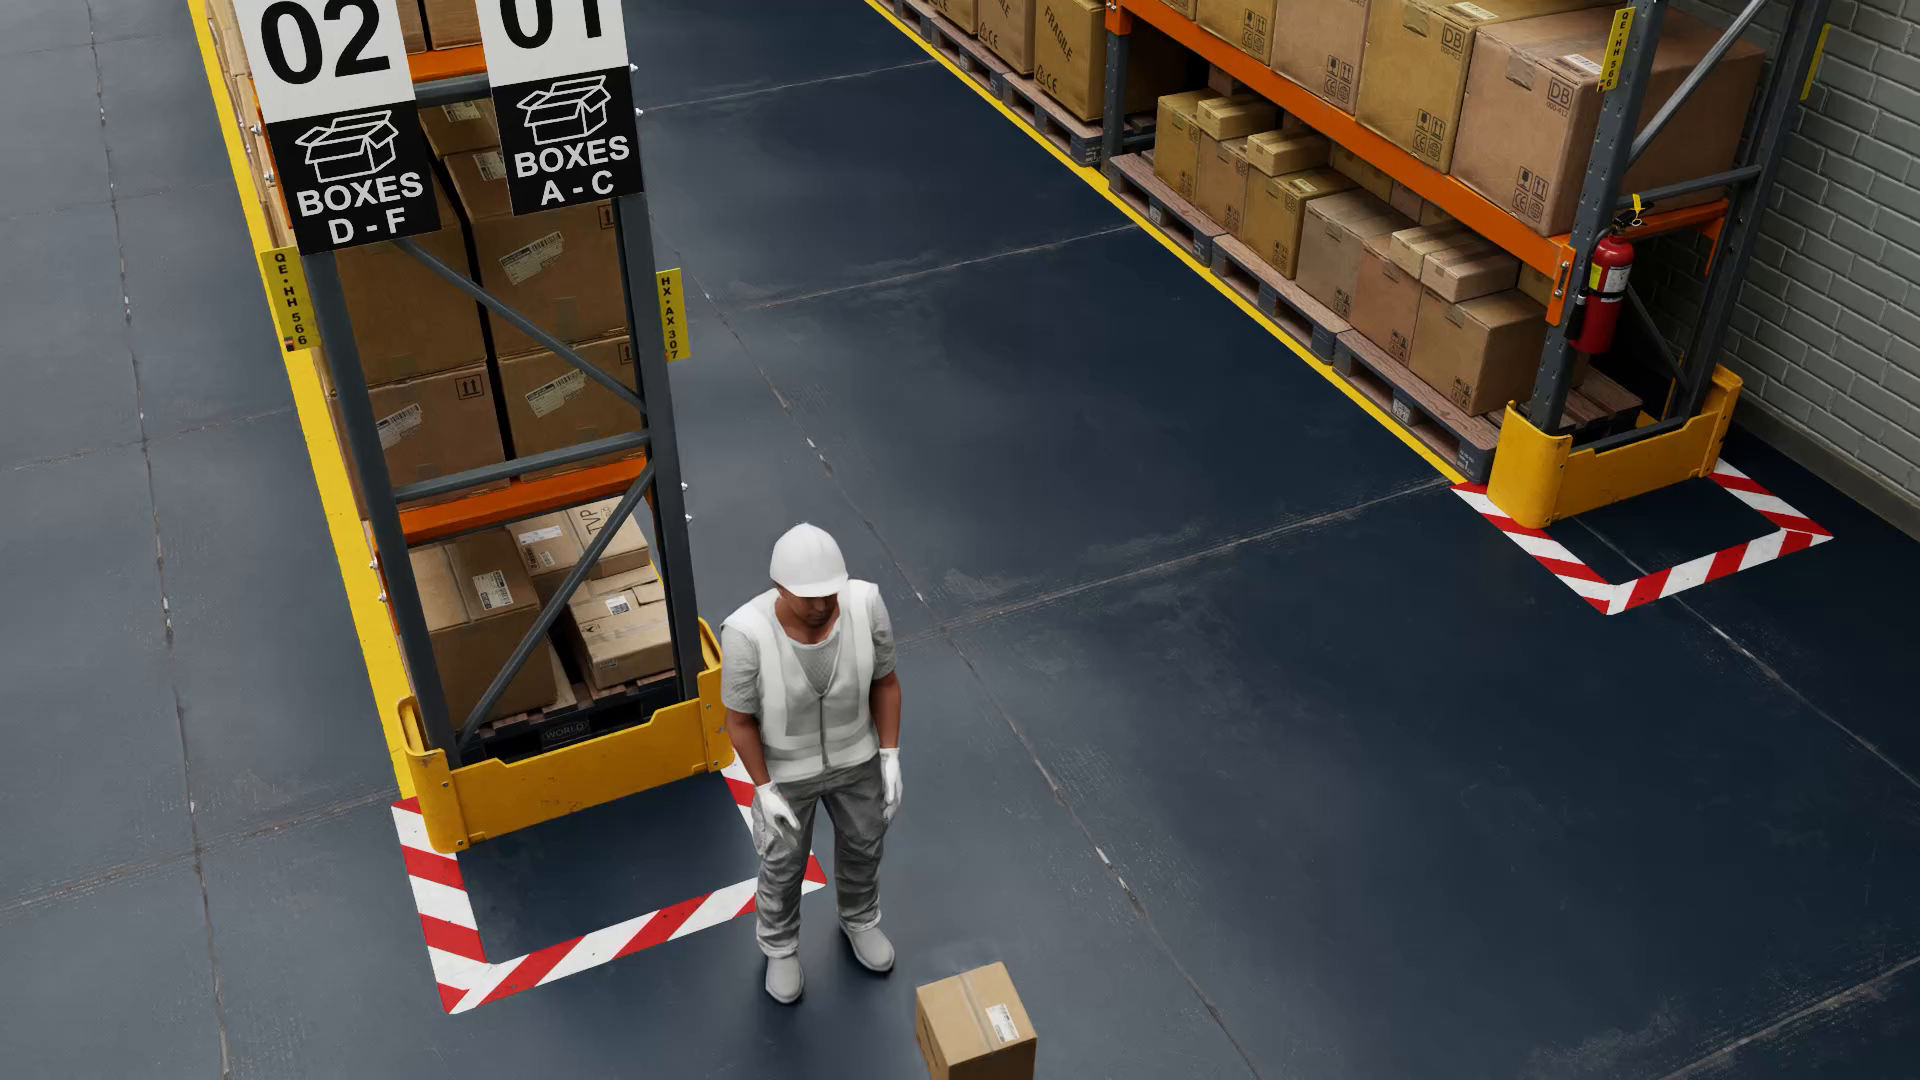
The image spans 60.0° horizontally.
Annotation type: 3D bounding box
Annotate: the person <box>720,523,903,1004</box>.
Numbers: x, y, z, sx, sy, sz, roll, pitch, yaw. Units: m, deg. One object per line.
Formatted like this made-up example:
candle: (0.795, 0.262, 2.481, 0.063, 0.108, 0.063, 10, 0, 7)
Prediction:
person: (-0.435, 0.706, 5.192, 0.555, 1.787, 0.469, -13, 39, -17)
